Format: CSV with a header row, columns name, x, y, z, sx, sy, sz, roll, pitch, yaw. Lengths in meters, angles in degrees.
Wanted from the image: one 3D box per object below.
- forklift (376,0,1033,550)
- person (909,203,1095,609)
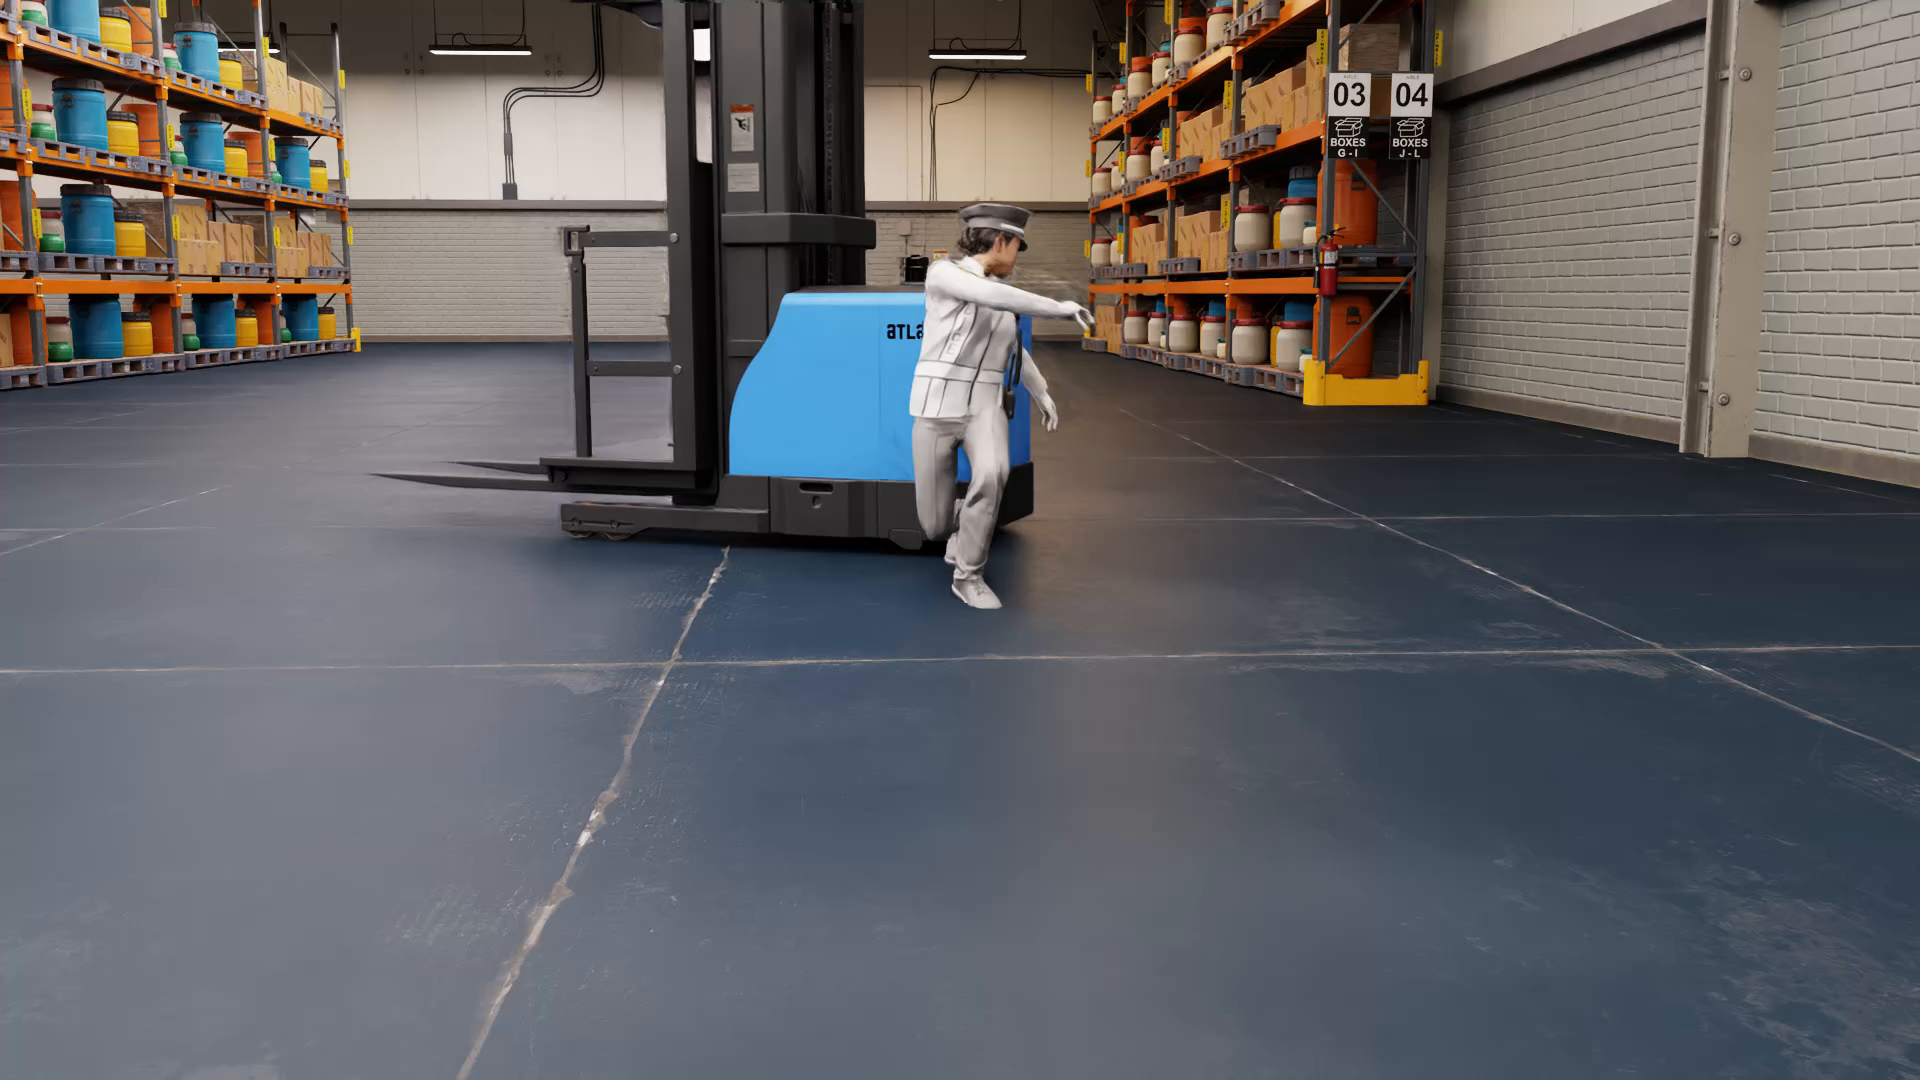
name,x,y,z,sx,sy,sz,roll,pitch,yaw
forklift,-1.238,-1.514,7.525,3.031,2.935,1.130,3,9,19
person,0.132,-0.495,6.069,0.670,1.443,0.918,-2,9,-15
